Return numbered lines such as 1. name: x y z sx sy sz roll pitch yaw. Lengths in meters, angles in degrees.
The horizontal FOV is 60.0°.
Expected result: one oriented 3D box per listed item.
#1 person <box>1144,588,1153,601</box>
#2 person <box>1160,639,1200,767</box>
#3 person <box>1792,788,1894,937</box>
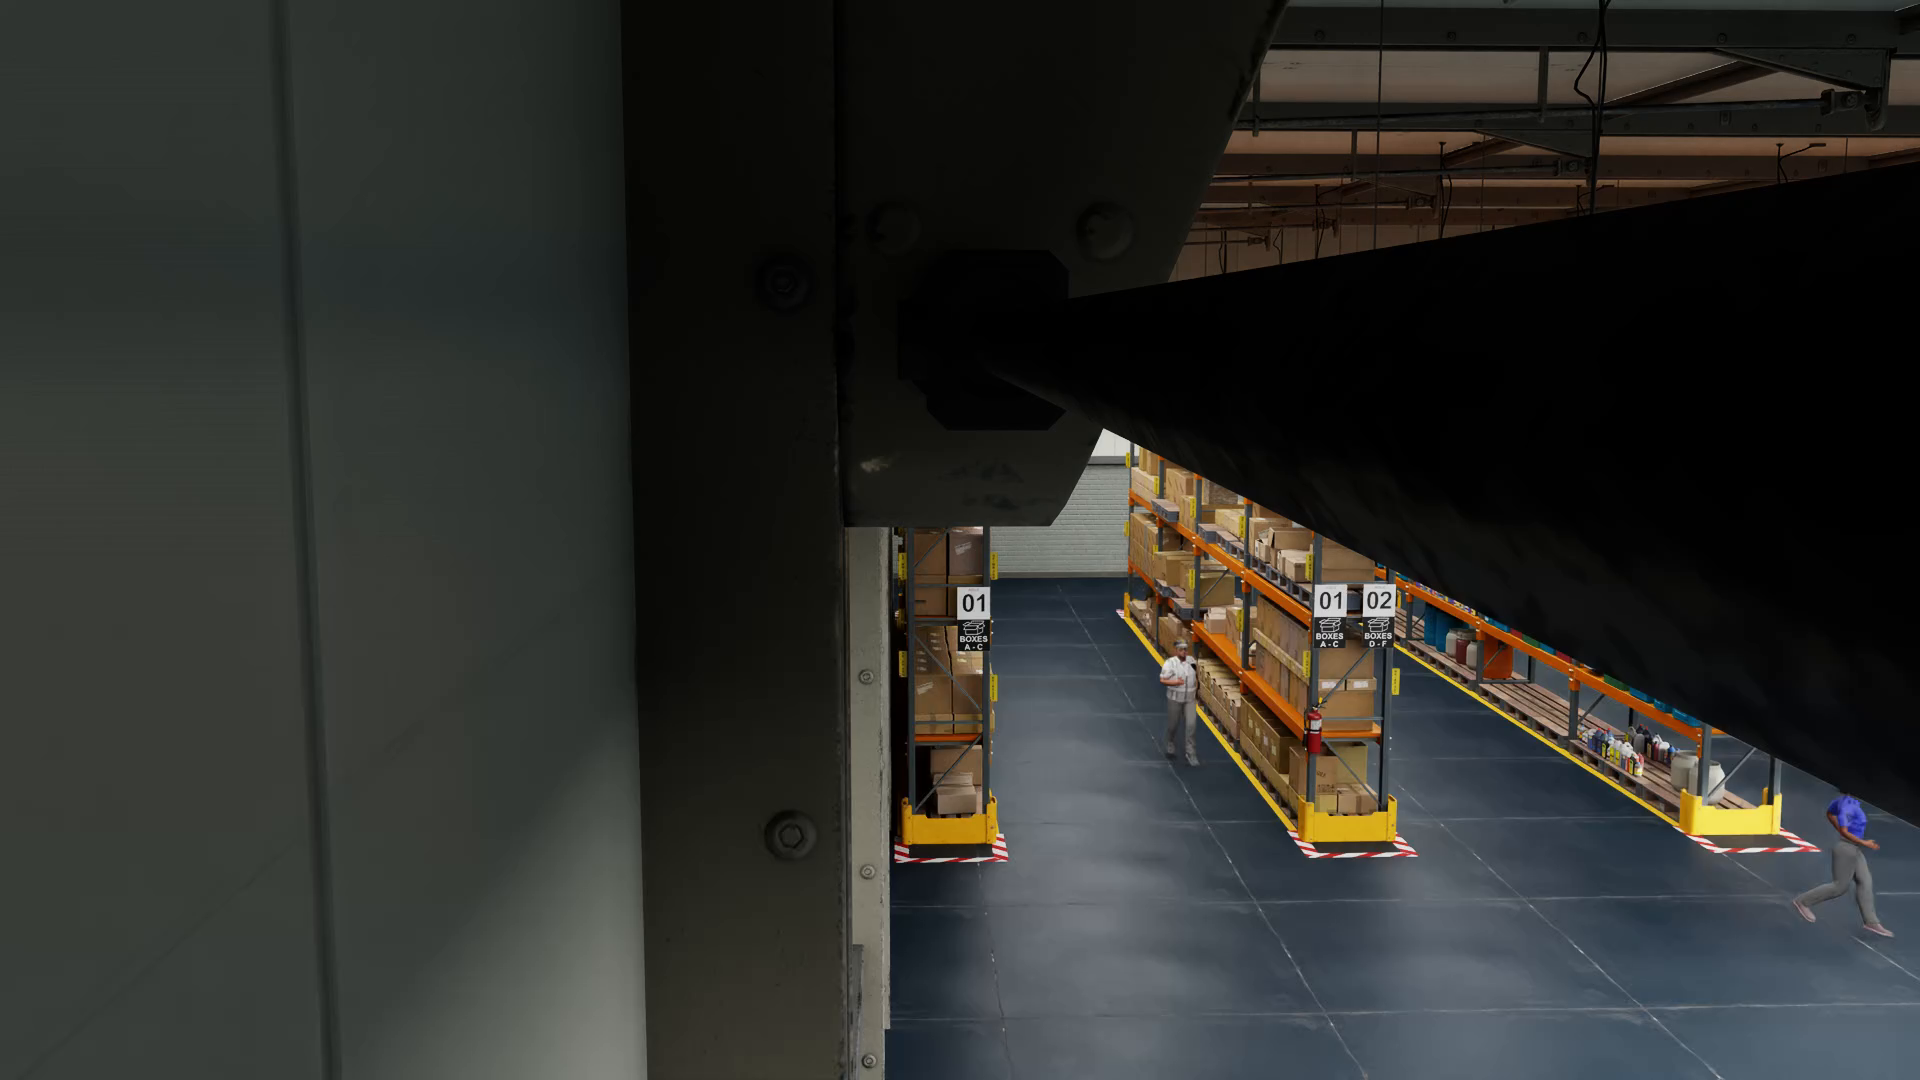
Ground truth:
1. person: 4.462 0.645 37.676 0.592 1.743 0.740 1 7 5
2. person: 3.227 2.331 24.300 0.655 1.803 0.917 -2 7 -12
3. person: 9.316 3.291 17.464 0.957 1.635 0.618 4 8 29
